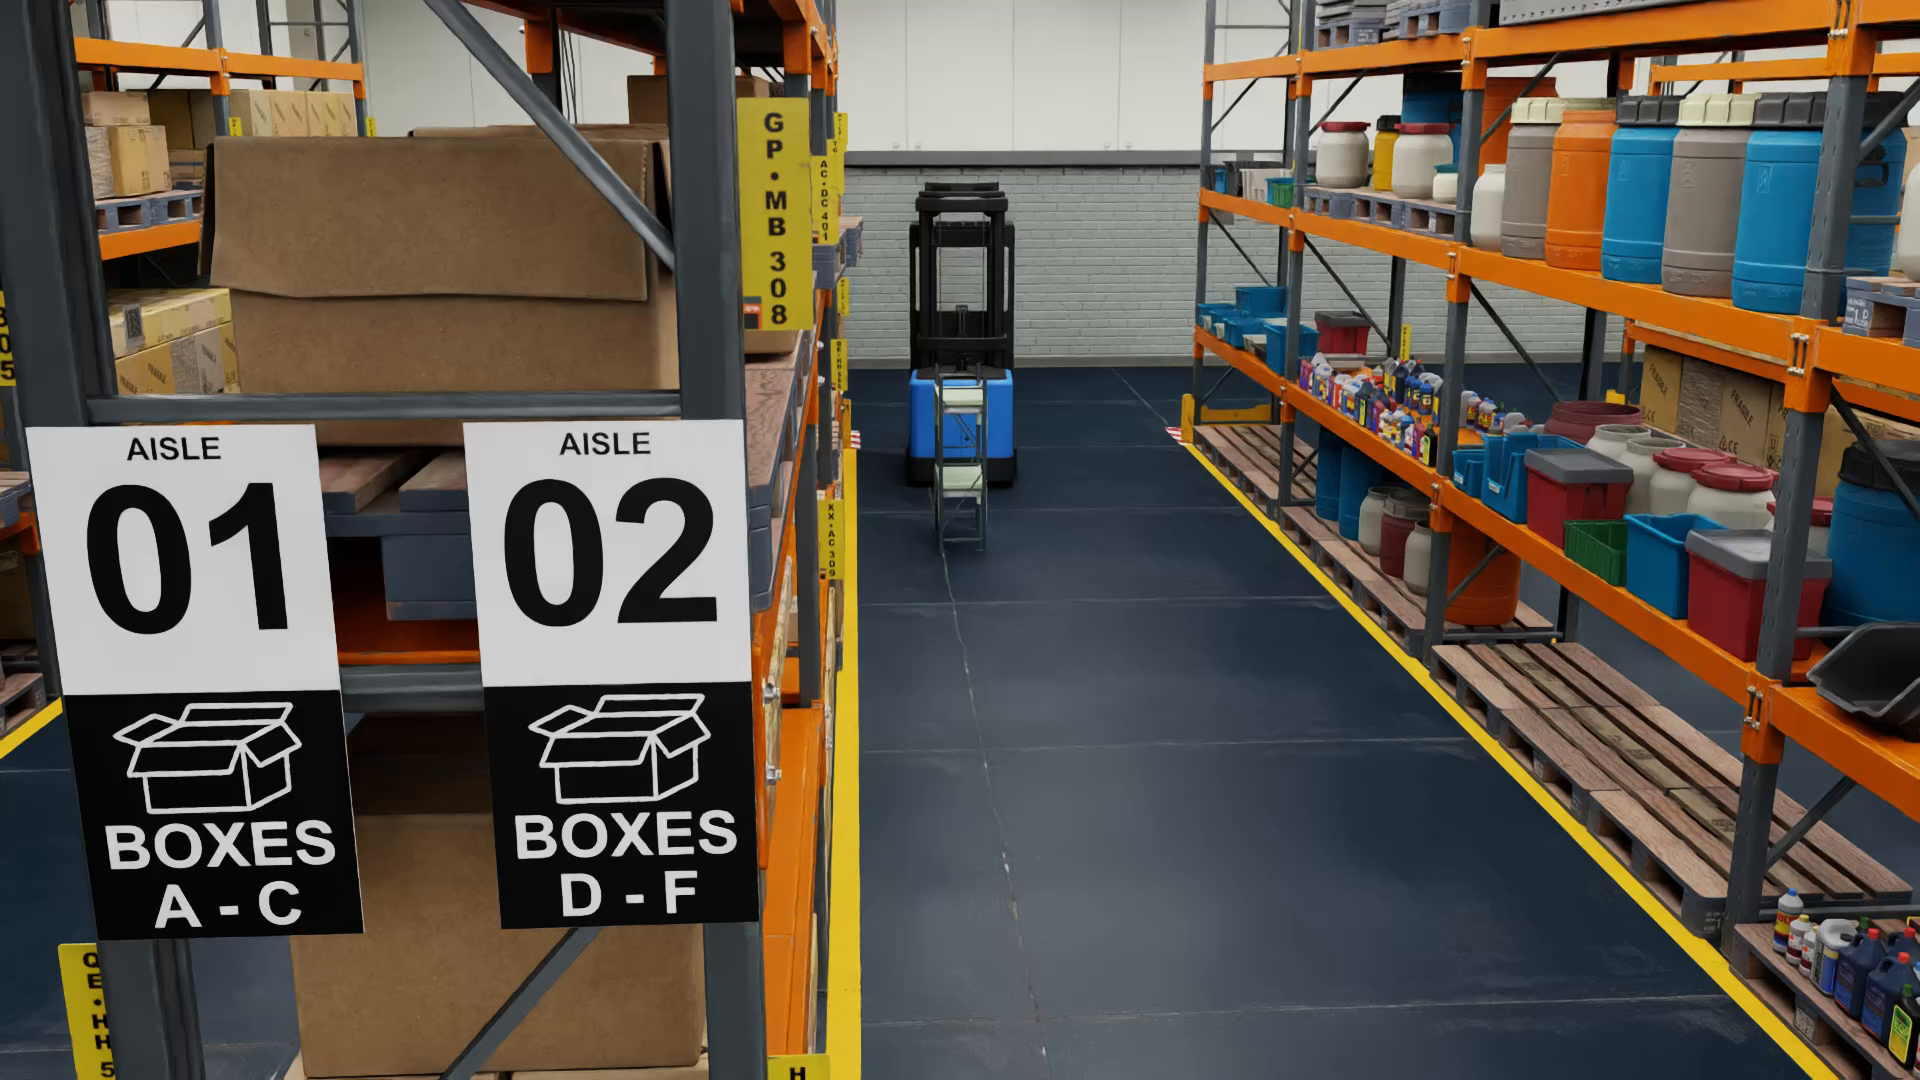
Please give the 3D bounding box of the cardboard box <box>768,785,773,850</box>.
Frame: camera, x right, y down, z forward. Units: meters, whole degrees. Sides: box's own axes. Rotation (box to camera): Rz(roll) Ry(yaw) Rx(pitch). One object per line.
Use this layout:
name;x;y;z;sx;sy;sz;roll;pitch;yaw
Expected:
cardboard box;-0.964;0.783;5.264;0.700;0.500;0.500;-1;14;-3

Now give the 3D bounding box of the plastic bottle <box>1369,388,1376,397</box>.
plastic bottle;3.151;-1.007;12.656;0.061;0.283;0.133;-1;14;-3

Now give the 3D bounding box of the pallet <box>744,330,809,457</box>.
pallet;-0.913;-0.431;4.338;1.003;0.211;1.213;-1;14;-3

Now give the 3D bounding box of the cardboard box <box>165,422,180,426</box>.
cardboard box;-6.166;-0.939;12.620;0.380;0.149;0.250;-1;14;-5

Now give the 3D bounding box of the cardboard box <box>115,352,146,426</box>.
cardboard box;-6.084;-1.033;11.685;0.500;0.500;0.500;-1;14;-4

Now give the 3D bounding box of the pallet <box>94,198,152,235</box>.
pallet;-6.421;-2.251;11.615;1.003;0.211;1.213;0;14;-1

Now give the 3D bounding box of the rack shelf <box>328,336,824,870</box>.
rack shelf;-0.941;-0.142;4.483;1.077;0.370;4.000;-1;14;-3

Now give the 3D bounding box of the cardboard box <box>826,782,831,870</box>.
cardboard box;-0.873;1.362;7.889;0.500;0.250;0.500;-1;14;-2

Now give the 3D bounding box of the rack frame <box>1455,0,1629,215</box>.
rack frame;3.632;-3.511;10.112;1.000;3.000;0.127;-1;14;-3

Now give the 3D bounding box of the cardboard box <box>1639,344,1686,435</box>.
cardboard box;8.199;-1.688;18.488;0.875;0.875;0.875;-1;14;-3

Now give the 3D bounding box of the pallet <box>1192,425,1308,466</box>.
pallet;3.148;-1.039;18.141;1.003;0.211;1.213;-1;14;-3

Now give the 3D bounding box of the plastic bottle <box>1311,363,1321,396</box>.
plastic bottle;3.021;-1.354;14.029;0.097;0.271;0.097;0;14;0

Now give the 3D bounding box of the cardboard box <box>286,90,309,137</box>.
cardboard box;-6.342;-3.874;15.298;0.500;0.500;0.500;-1;14;-3

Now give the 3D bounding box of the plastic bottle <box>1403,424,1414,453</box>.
plastic bottle;3.172;-0.714;11.680;0.097;0.201;0.097;0;14;0

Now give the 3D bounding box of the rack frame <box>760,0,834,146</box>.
rack frame;-1.560;-4.430;13.685;1.000;3.000;0.127;-1;14;-3

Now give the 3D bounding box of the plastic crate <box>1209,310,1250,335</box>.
plastic crate;2.864;-2.313;17.711;0.416;0.233;0.300;-1;14;-3

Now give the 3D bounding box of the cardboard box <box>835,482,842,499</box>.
cardboard box;-1.191;-0.161;13.266;0.500;0.500;0.500;-1;14;-3

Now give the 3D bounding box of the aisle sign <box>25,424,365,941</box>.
aisle sign;-1.106;0.222;2.428;0.394;0.787;0.004;-1;14;-3

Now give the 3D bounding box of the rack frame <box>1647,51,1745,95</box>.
rack frame;8.080;-5.577;18.142;1.000;3.000;0.127;-1;14;-3

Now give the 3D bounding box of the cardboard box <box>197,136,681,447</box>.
cardboard box;-0.848;-0.457;2.933;0.797;0.503;0.637;0;14;0

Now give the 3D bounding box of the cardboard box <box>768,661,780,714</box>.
cardboard box;-0.757;0.482;5.129;0.380;0.149;0.250;0;14;-2

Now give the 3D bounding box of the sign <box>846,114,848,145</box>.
sign;-1.253;-4.405;17.829;0.100;0.325;0.005;-1;14;-3

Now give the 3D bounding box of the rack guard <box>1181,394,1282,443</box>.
rack guard;3.122;-1.390;18.927;1.175;0.500;0.348;-1;14;-3

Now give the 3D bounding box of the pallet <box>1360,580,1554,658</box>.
pallet;3.541;0.550;11.967;1.003;0.211;1.213;-1;14;-3

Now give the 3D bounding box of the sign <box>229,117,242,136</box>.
sign;-5.963;-3.314;13.696;0.100;0.325;0.005;-1;14;-3

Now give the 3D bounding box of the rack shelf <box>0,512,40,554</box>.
rack shelf;-6.132;0.393;8.422;1.077;0.370;4.000;-1;14;-3

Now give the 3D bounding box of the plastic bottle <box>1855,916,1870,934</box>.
plastic bottle;3.615;1.656;6.639;0.061;0.283;0.133;-1;14;-3

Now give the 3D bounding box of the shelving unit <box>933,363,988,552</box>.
shelving unit;0.000;-0.725;14.333;0.431;1.500;0.755;-1;14;-3

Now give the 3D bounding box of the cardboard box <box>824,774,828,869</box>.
cardboard box;-0.841;1.215;7.335;0.500;0.311;0.500;-1;14;-3

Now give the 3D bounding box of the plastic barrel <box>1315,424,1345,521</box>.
plastic barrel;3.401;-0.652;14.408;0.600;0.901;0.708;-1;14;-3

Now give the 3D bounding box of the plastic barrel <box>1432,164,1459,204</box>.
plastic barrel;3.419;-2.459;11.479;0.301;0.262;0.301;0;14;0

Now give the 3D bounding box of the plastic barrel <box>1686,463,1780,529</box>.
plastic barrel;3.994;-0.100;8.624;0.433;0.535;0.433;0;14;0

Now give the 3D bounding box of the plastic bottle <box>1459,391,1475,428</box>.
plastic bottle;3.842;-1.003;12.653;0.152;0.276;0.135;-1;14;-3

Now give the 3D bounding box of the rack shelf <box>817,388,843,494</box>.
rack shelf;-1.436;-0.679;12.589;1.077;0.370;4.000;-1;14;-3

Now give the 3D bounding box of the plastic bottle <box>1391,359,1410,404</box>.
plastic bottle;3.635;-1.305;13.676;0.144;0.351;0.185;-1;14;-3

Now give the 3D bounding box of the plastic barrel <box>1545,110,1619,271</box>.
plastic barrel;3.507;-1.896;8.994;0.600;0.830;0.708;-1;14;-3

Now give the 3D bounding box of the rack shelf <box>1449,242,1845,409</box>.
rack shelf;3.756;-1.212;8.643;1.077;0.370;4.000;-1;14;-3

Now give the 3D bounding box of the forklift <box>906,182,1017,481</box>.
forklift;0.022;-2.308;17.616;1.130;2.935;3.031;0;14;0

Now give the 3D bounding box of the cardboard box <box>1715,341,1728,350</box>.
cardboard box;7.887;-2.009;16.818;0.380;0.149;0.250;-1;14;-3

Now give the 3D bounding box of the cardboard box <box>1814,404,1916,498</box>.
cardboard box;8.387;-0.692;14.618;1.225;0.875;0.875;-1;14;-3

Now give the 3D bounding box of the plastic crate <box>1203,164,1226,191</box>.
plastic crate;2.882;-3.884;17.846;0.497;0.269;0.590;-1;14;-3

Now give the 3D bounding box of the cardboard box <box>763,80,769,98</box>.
cardboard box;-1.122;-1.777;7.347;0.500;0.500;0.500;1;14;2

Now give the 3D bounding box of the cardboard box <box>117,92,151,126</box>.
cardboard box;-6.580;-3.304;12.739;0.500;0.250;0.500;0;14;1

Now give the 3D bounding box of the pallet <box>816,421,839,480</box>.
pallet;-1.424;-0.604;11.241;1.213;0.211;1.003;-1;14;-3

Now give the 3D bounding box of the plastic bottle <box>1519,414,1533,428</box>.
plastic bottle;3.953;-0.744;11.632;0.061;0.283;0.133;-1;14;-3

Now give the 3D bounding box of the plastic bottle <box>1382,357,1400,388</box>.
plastic bottle;3.731;-1.447;14.380;0.152;0.276;0.135;-1;14;-3

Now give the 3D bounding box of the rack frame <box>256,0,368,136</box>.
rack frame;-6.752;-5.348;17.251;1.000;3.000;0.127;-1;14;-3

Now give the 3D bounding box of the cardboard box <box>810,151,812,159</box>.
cardboard box;-1.342;-3.272;14.500;0.500;0.250;0.500;-1;14;-3

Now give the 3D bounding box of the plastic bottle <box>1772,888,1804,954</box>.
plastic bottle;3.462;1.584;6.944;0.097;0.271;0.097;0;14;0
